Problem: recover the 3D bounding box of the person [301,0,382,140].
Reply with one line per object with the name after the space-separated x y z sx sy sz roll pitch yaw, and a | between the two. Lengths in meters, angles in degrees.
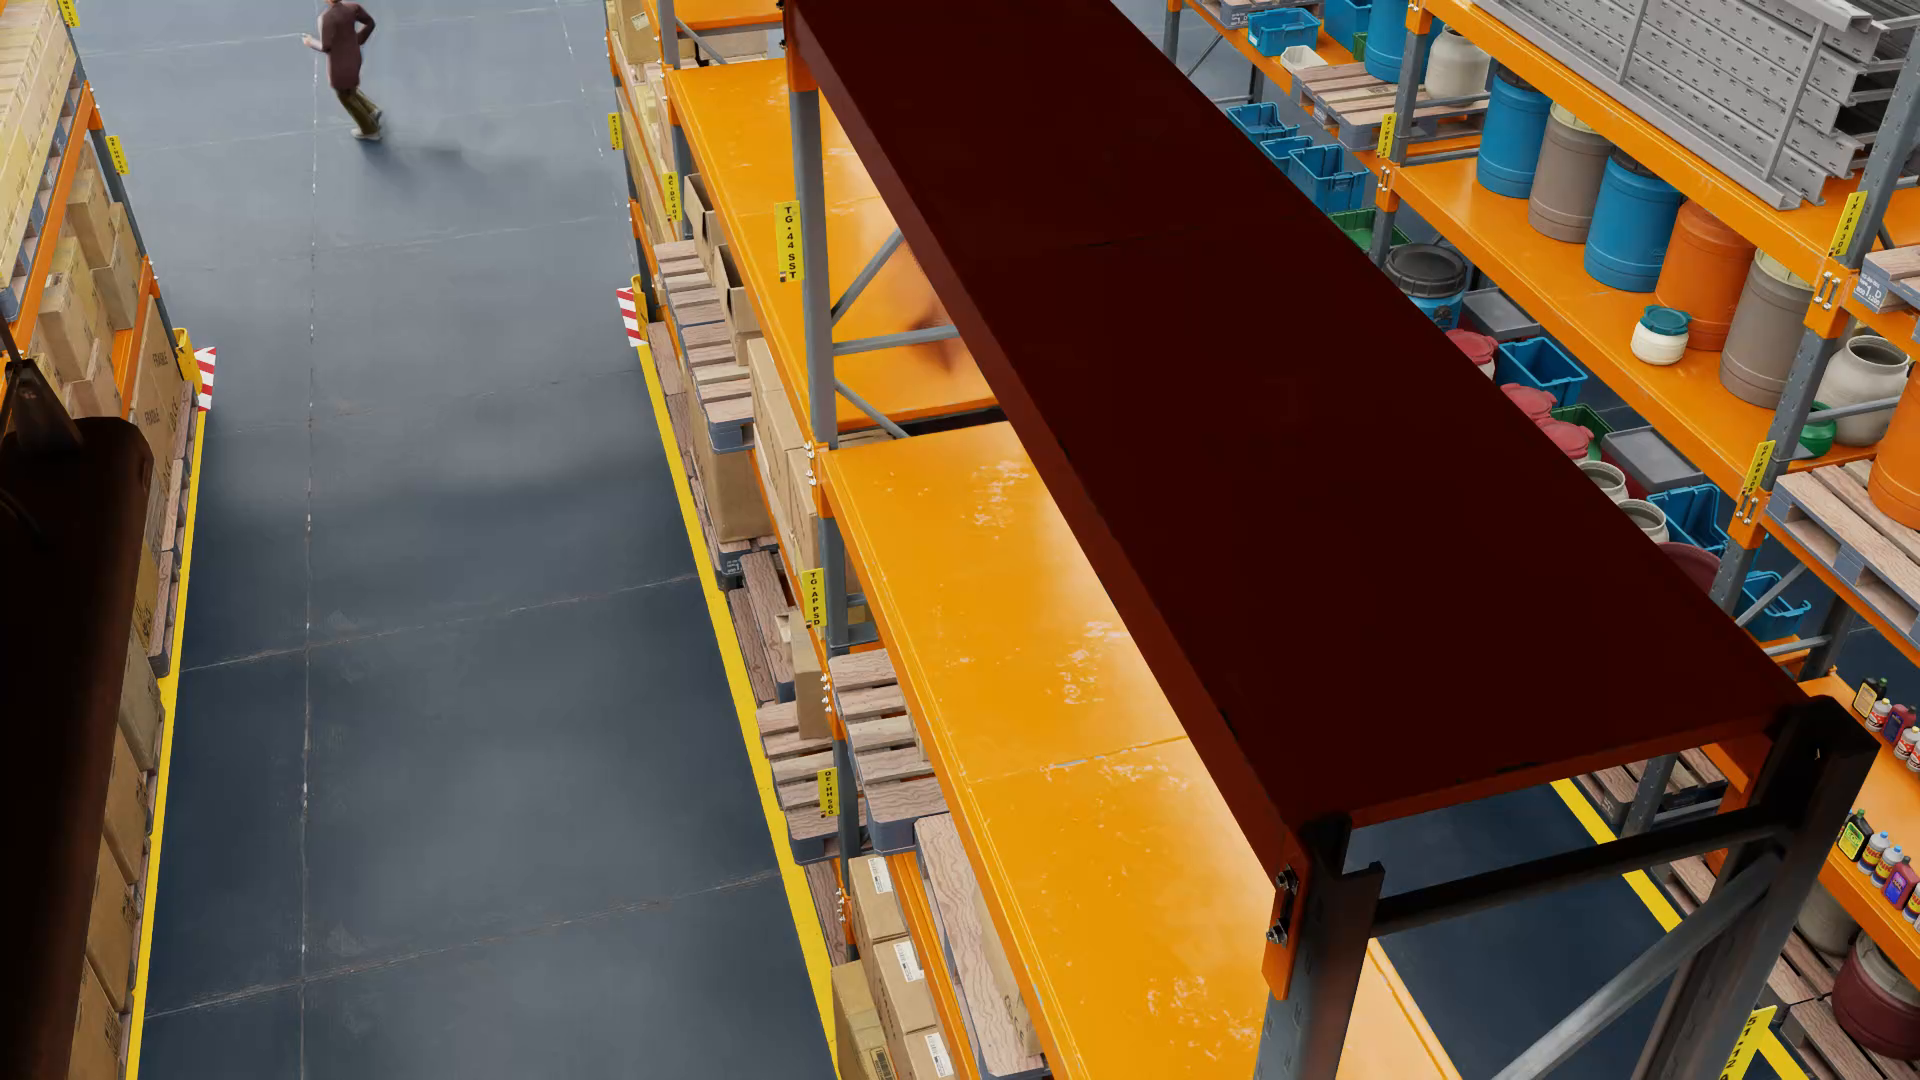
-6.688 -5.183 17.954 0.642 1.745 0.695 12 40 15 | person
